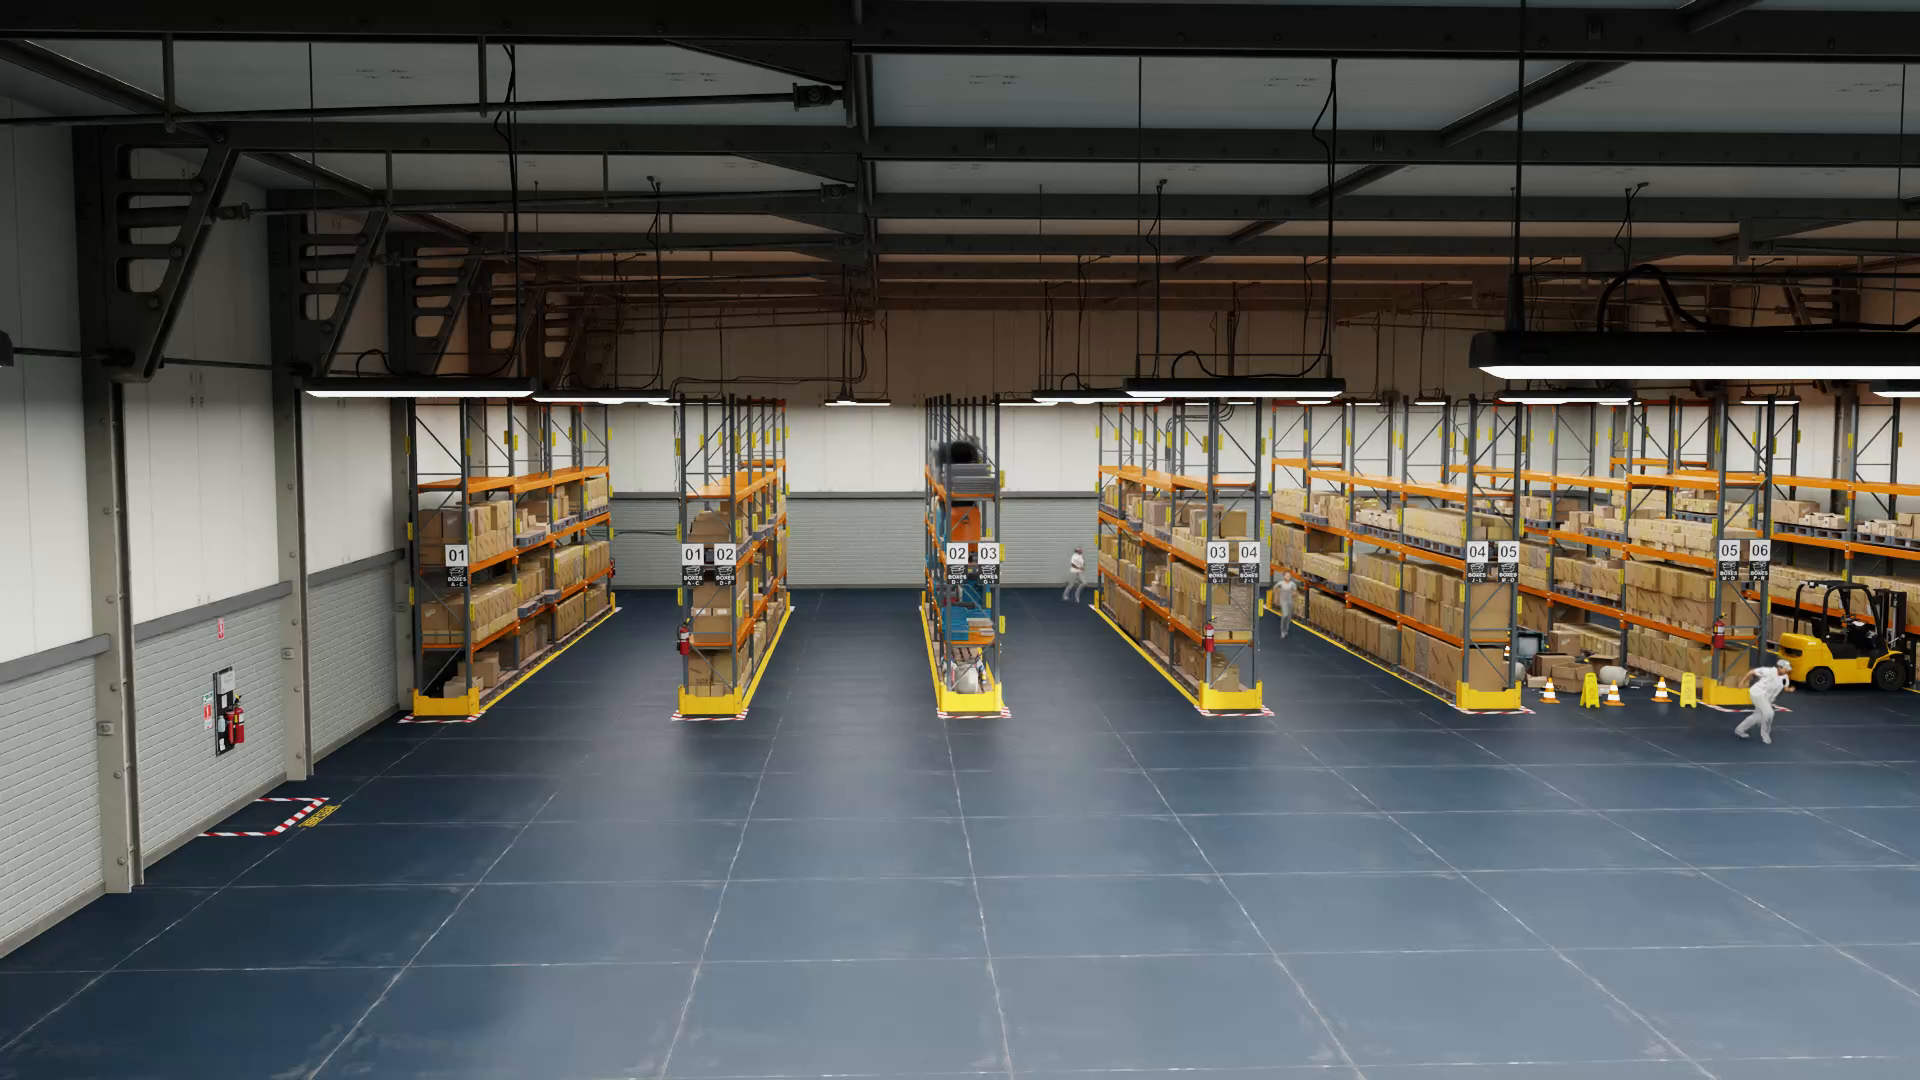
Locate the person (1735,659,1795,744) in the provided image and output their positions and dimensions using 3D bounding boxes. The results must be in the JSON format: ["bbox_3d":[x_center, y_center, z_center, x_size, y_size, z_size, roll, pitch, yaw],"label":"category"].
[{"bbox_3d":[13.807,2.729,28.500,0.613,1.466,1.047,-2,5,-22],"label":"person"}]

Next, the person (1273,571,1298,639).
[{"bbox_3d":[8.157,1.607,41.549,0.528,1.688,0.703,-1,5,-8],"label":"person"}]

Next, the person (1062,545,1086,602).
[{"bbox_3d":[3.462,0.996,49.484,0.716,1.683,0.604,4,6,38],"label":"person"}]

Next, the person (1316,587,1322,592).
[{"bbox_3d":[10.815,0.964,49.058,0.850,1.834,0.636,-1,5,-12],"label":"person"}]
